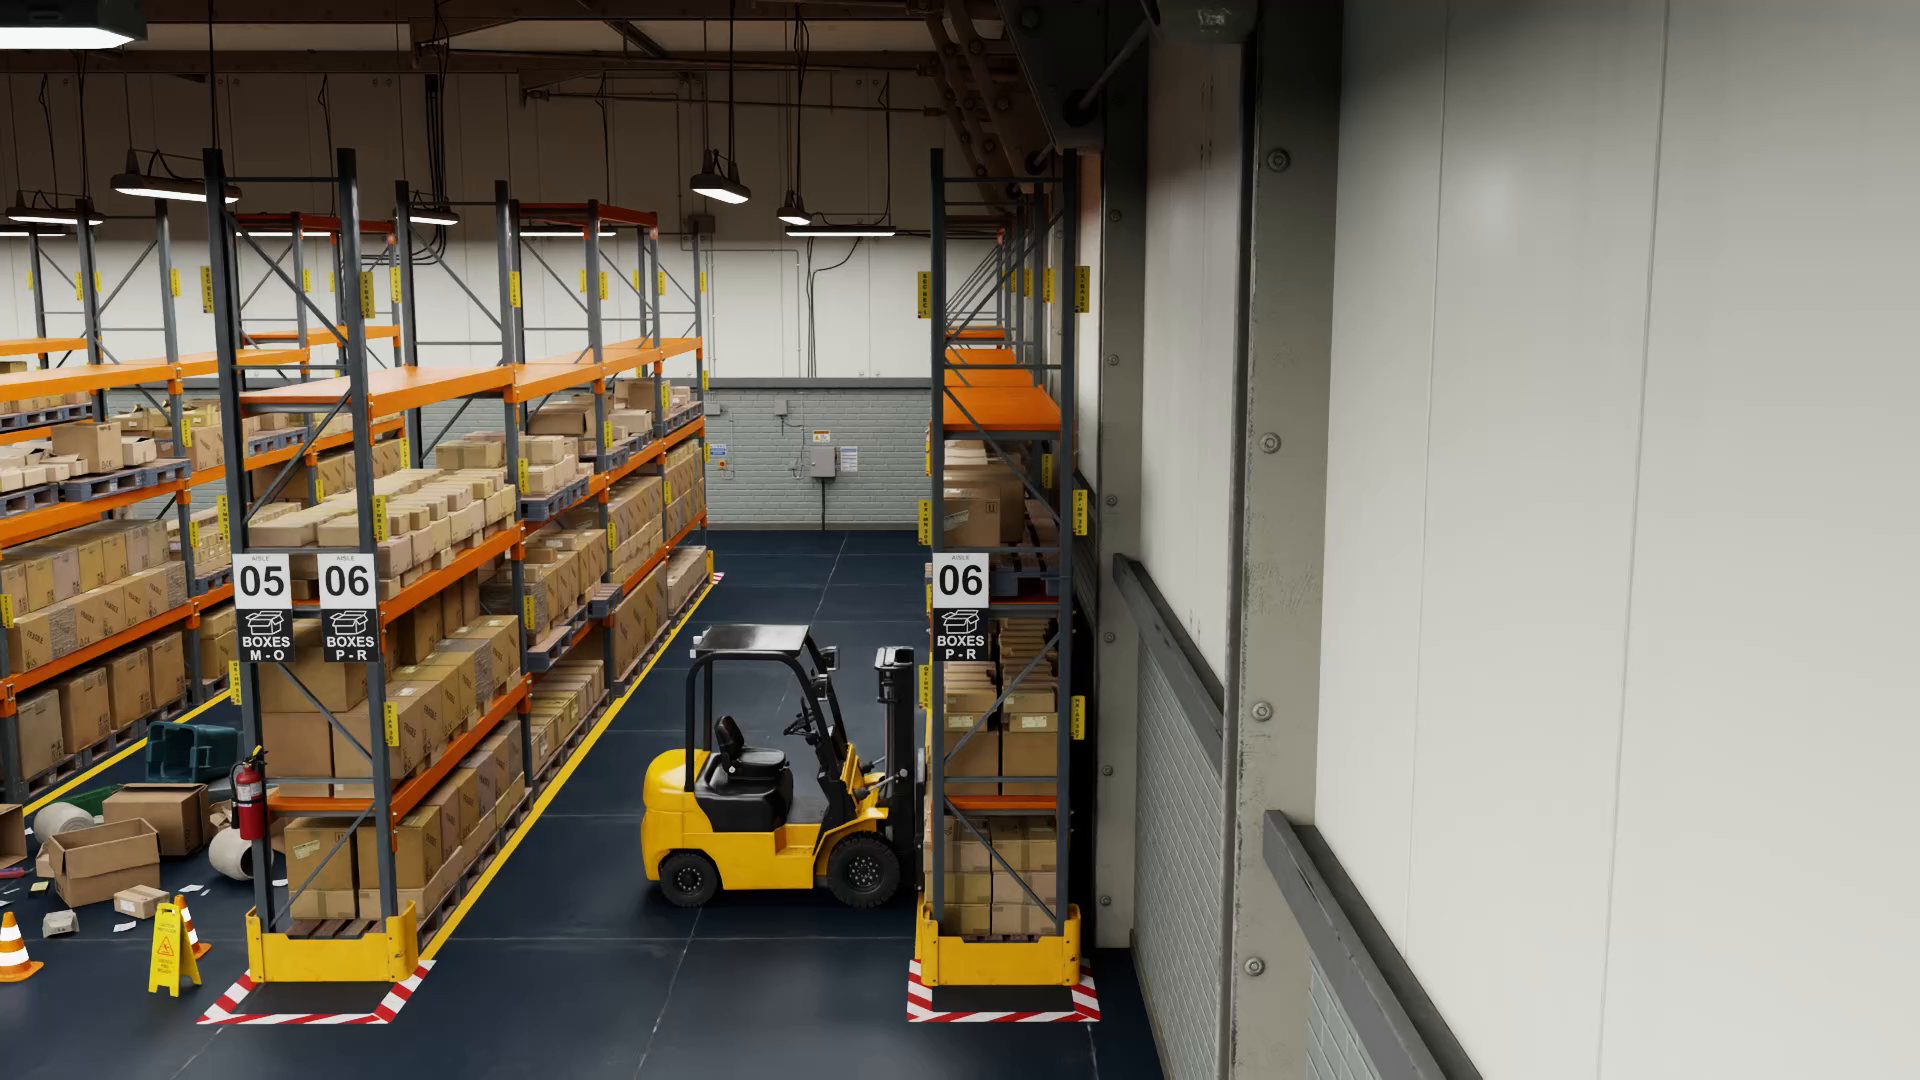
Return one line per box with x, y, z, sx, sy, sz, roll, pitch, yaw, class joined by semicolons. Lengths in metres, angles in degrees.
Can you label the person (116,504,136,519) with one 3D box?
-15.231;-0.510;30.114;0.485;1.736;0.565;8;12;39;person
